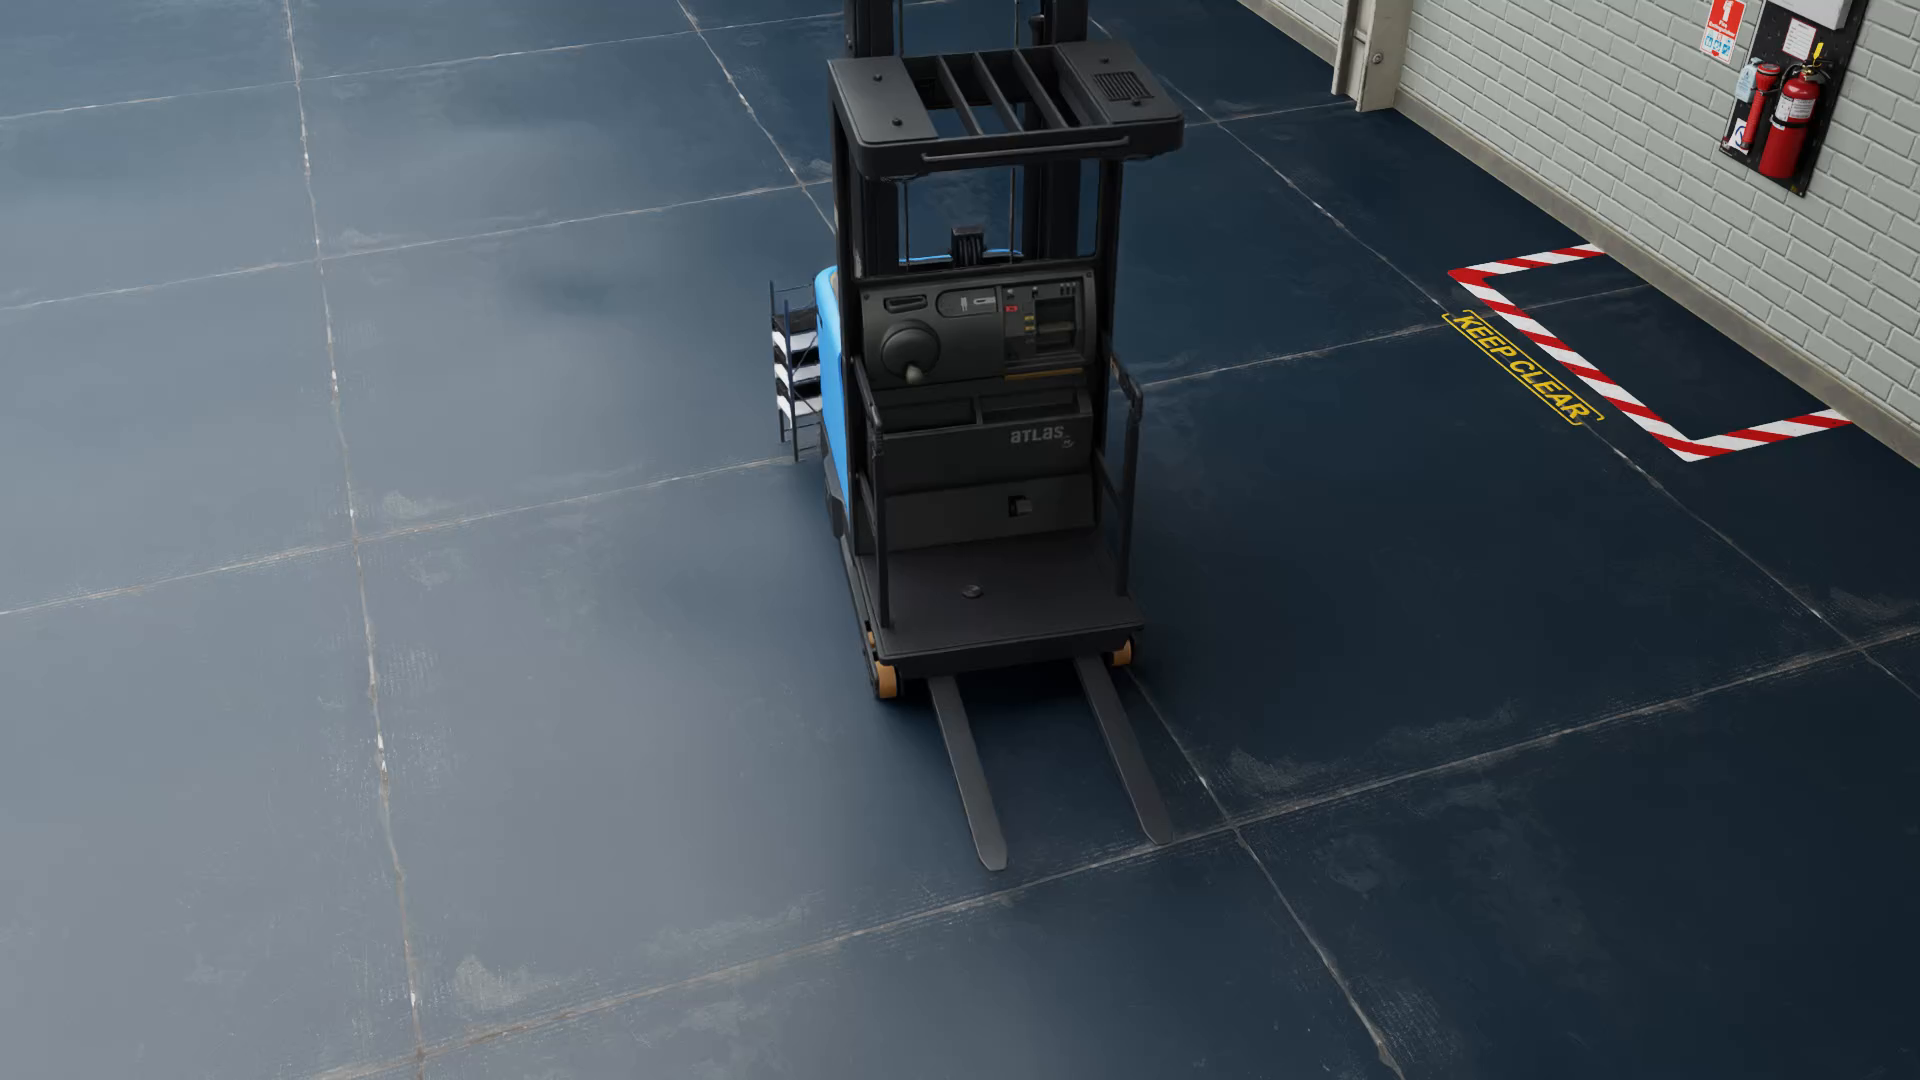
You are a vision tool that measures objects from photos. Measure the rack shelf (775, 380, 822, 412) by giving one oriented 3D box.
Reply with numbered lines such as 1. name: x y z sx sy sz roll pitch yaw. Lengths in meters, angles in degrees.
1. rack shelf: -0.753 -0.734 8.175 0.258 0.077 0.200 -15 38 -20

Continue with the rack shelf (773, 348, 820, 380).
1. rack shelf: -0.754 -0.880 8.070 0.258 0.077 0.200 -15 38 -20

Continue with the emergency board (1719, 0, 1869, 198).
1. emergency board: 4.153 -2.383 8.420 0.194 1.169 0.643 -12 39 -16

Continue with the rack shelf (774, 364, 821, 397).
1. rack shelf: -0.753 -0.807 8.123 0.258 0.077 0.200 -15 38 -20

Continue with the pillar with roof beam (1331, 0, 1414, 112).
1. pillar with roof beam: -1.140 -5.873 8.068 9.100 9.000 0.400 -12 39 -16

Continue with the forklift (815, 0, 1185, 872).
1. forklift: 0.123 -0.761 6.324 1.130 2.935 3.031 -7 38 -9

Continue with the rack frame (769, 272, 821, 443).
1. rack frame: -0.795 -0.888 8.179 0.240 0.900 0.006 -15 38 -20

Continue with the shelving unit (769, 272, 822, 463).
1. shelving unit: -0.754 -0.834 8.103 0.258 0.900 0.210 -15 38 -20

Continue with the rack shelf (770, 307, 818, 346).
1. rack shelf: -0.754 -1.026 7.965 0.258 0.077 0.200 -15 38 -20

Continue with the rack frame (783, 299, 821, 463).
1. rack frame: -0.712 -0.780 8.028 0.240 0.900 0.006 -15 38 -20

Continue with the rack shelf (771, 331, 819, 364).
1. rack shelf: -0.754 -0.953 8.018 0.258 0.077 0.200 -15 38 -20

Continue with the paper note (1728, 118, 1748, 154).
1. paper note: 4.157 -2.145 8.837 0.016 0.148 0.142 -12 39 -16

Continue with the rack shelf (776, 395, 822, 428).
1. rack shelf: -0.753 -0.661 8.228 0.258 0.077 0.200 -15 38 -20

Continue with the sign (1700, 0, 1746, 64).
1. sign: 4.059 -2.731 8.852 0.001 0.329 0.234 -12 39 -16
